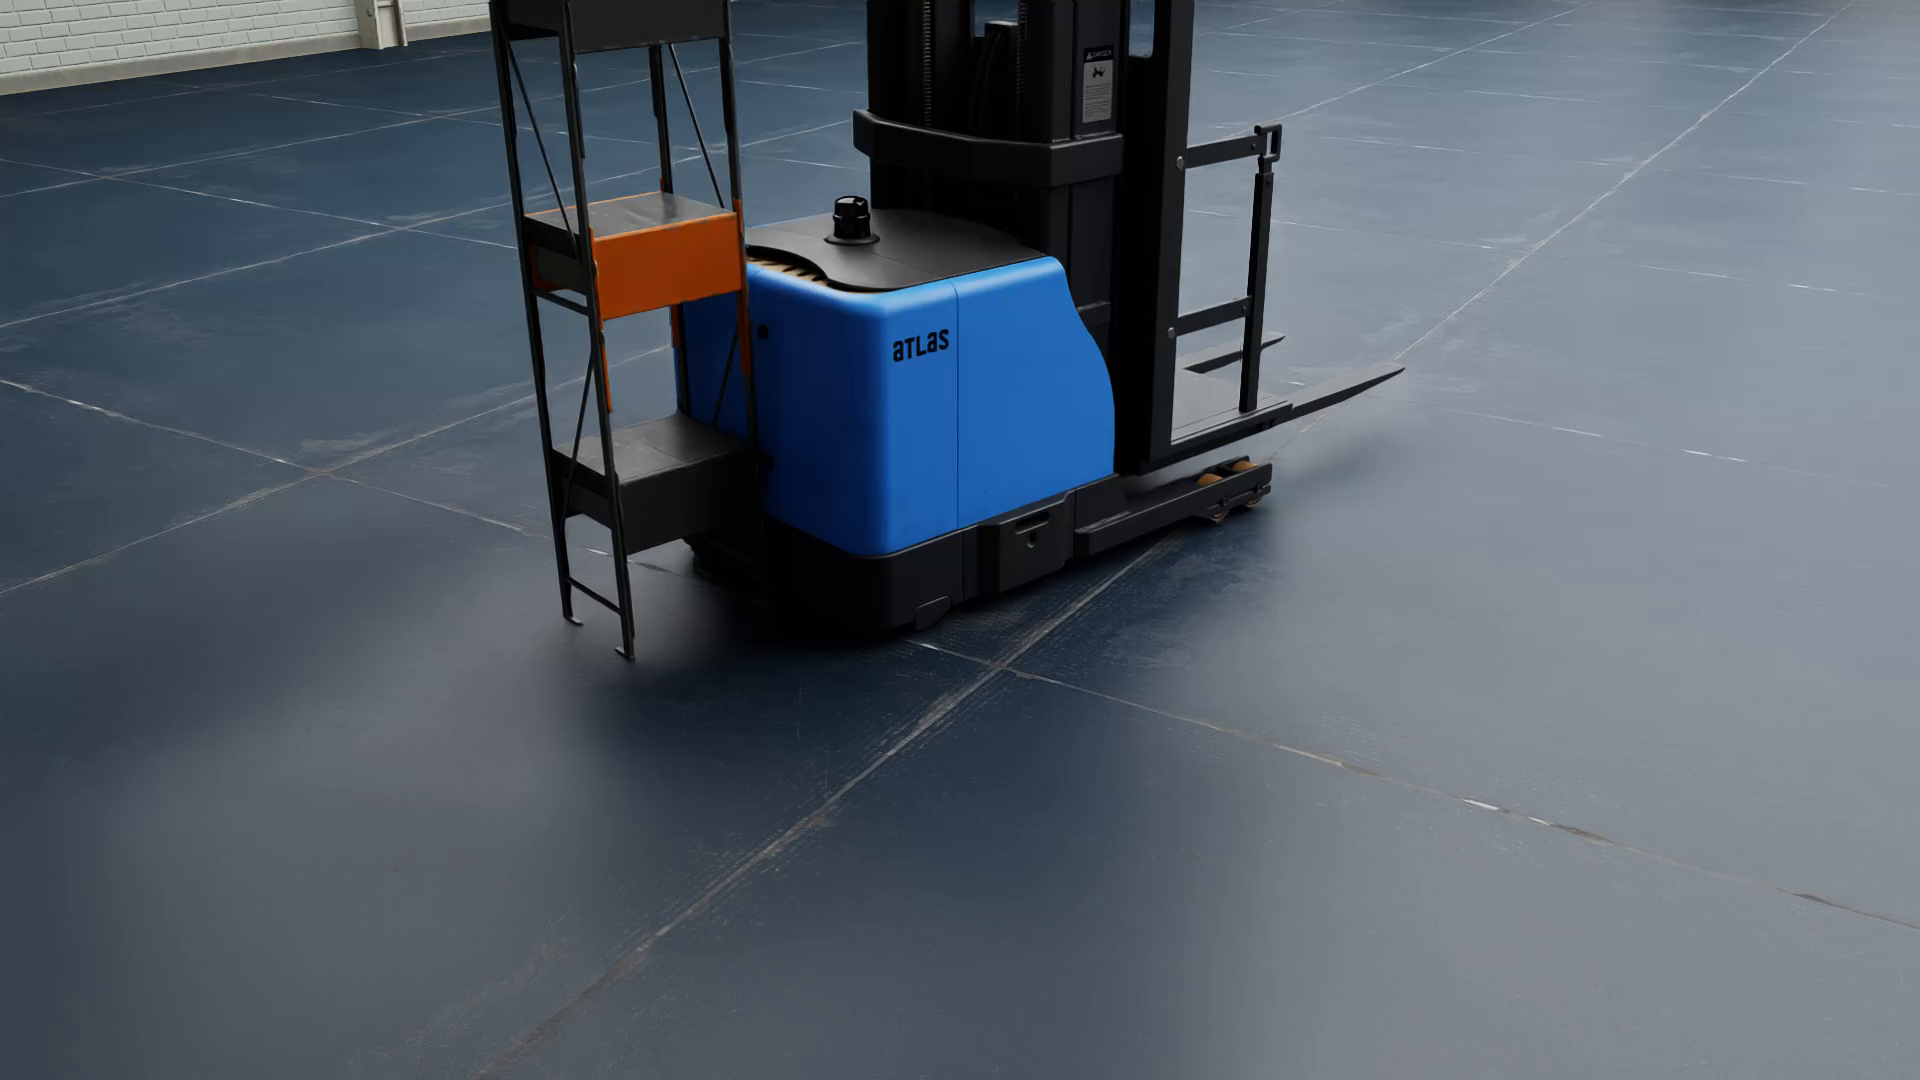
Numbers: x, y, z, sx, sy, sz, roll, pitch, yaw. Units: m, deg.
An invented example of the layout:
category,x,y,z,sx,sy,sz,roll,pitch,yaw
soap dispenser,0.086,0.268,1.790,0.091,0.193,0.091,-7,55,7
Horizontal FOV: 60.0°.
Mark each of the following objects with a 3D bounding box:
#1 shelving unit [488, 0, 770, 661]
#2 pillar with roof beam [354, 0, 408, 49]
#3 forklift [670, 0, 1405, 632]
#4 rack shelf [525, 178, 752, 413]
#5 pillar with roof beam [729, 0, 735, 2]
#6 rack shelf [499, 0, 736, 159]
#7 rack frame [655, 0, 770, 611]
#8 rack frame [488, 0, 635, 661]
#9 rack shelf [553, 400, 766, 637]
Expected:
category,x,y,z,sx,sy,sz,roll,pitch,yaw
shelving unit,-0.931,-0.729,4.780,0.503,2.100,0.431,-20,31,-37
pillar with roof beam,-2.675,-8.655,14.416,9.100,9.000,0.400,14,27,29
forklift,0.493,-1.548,5.636,3.031,2.935,1.130,-20,30,-38
rack shelf,-0.931,-0.716,4.785,0.480,0.518,0.431,-20,31,-37
pillar with roof beam,0.490,-10.680,19.094,9.100,9.000,0.400,14,27,29
rack shelf,-0.940,-1.355,4.499,0.480,0.518,0.431,-20,31,-37
rack frame,-0.748,-0.797,4.926,0.015,2.100,0.400,-20,31,-37
rack frame,-1.114,-0.661,4.633,0.015,2.100,0.400,-20,31,-37
rack shelf,-0.922,-0.077,5.071,0.480,0.518,0.431,-20,31,-37
